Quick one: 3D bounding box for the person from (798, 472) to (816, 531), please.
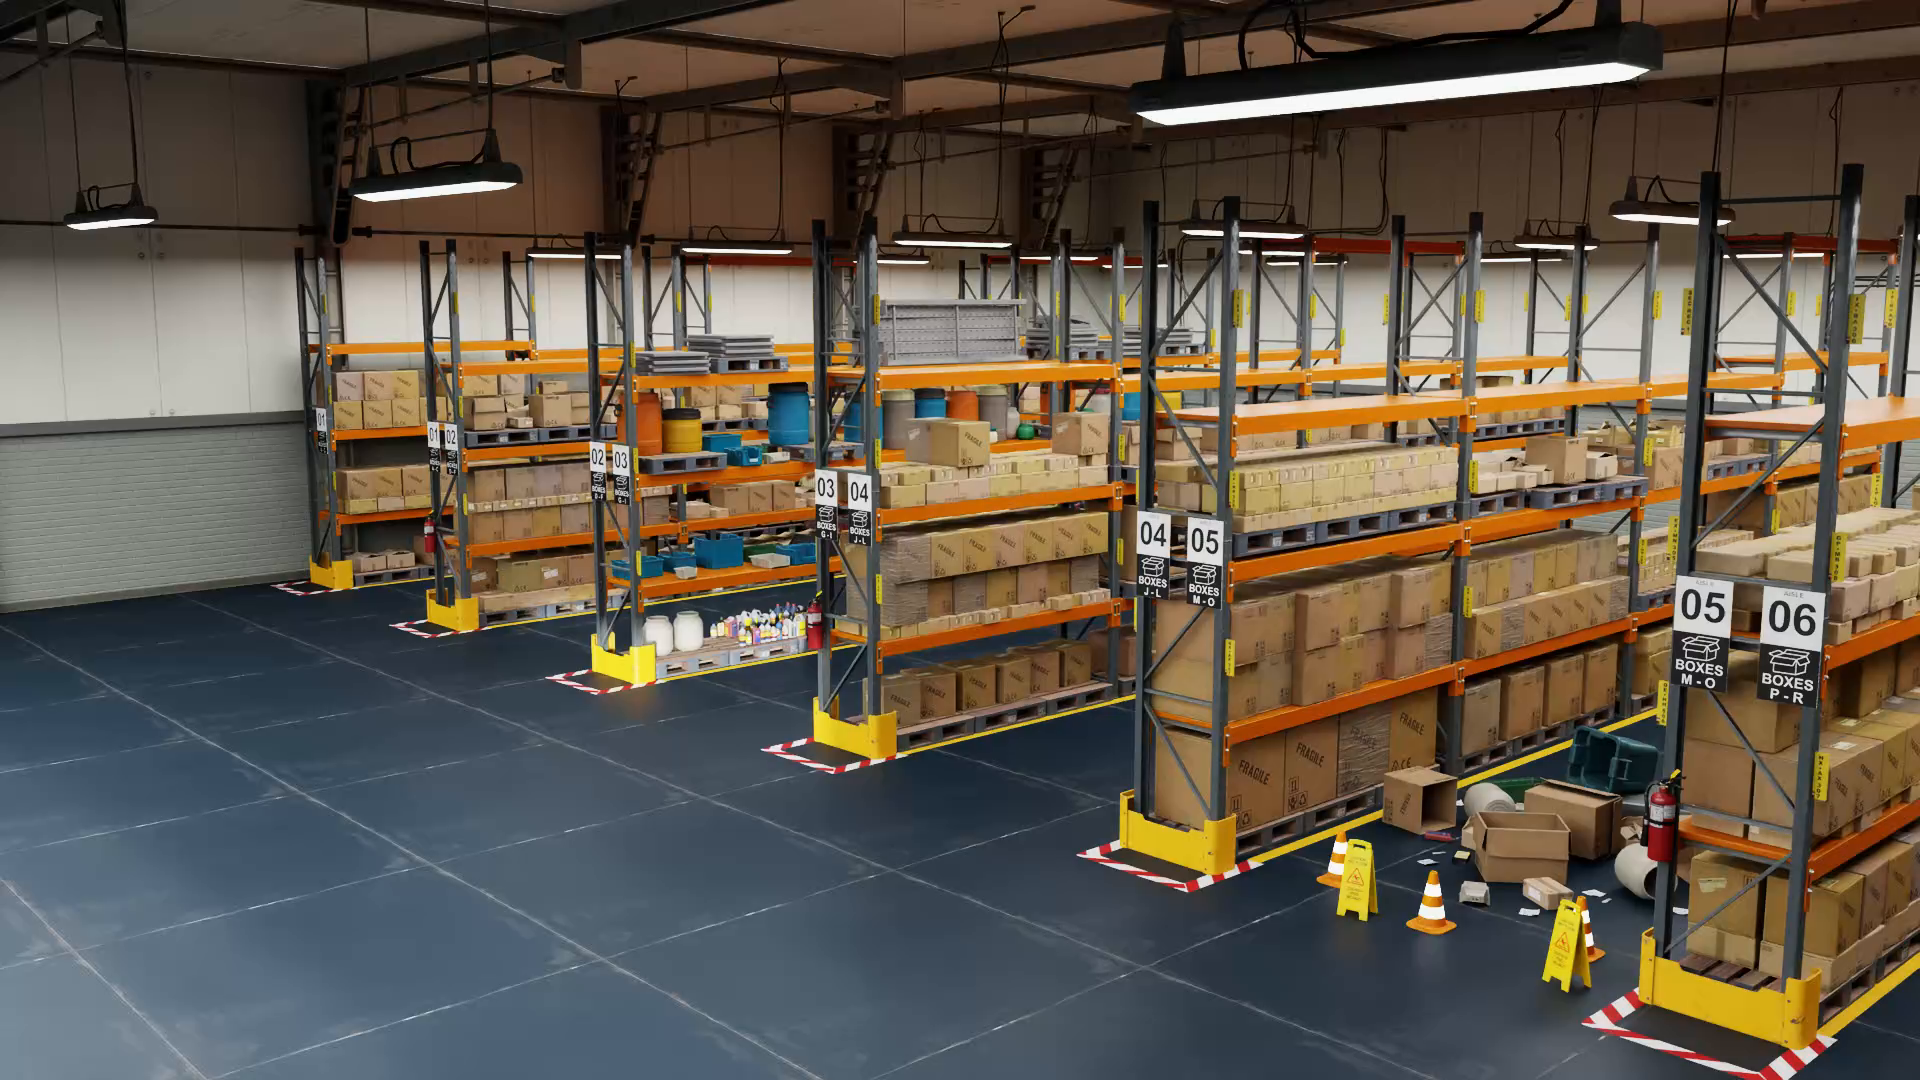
[{"bbox_3d":[-3.086,-0.769,35.014,0.559,1.635,0.820,5,10,28],"label":"person"}]
